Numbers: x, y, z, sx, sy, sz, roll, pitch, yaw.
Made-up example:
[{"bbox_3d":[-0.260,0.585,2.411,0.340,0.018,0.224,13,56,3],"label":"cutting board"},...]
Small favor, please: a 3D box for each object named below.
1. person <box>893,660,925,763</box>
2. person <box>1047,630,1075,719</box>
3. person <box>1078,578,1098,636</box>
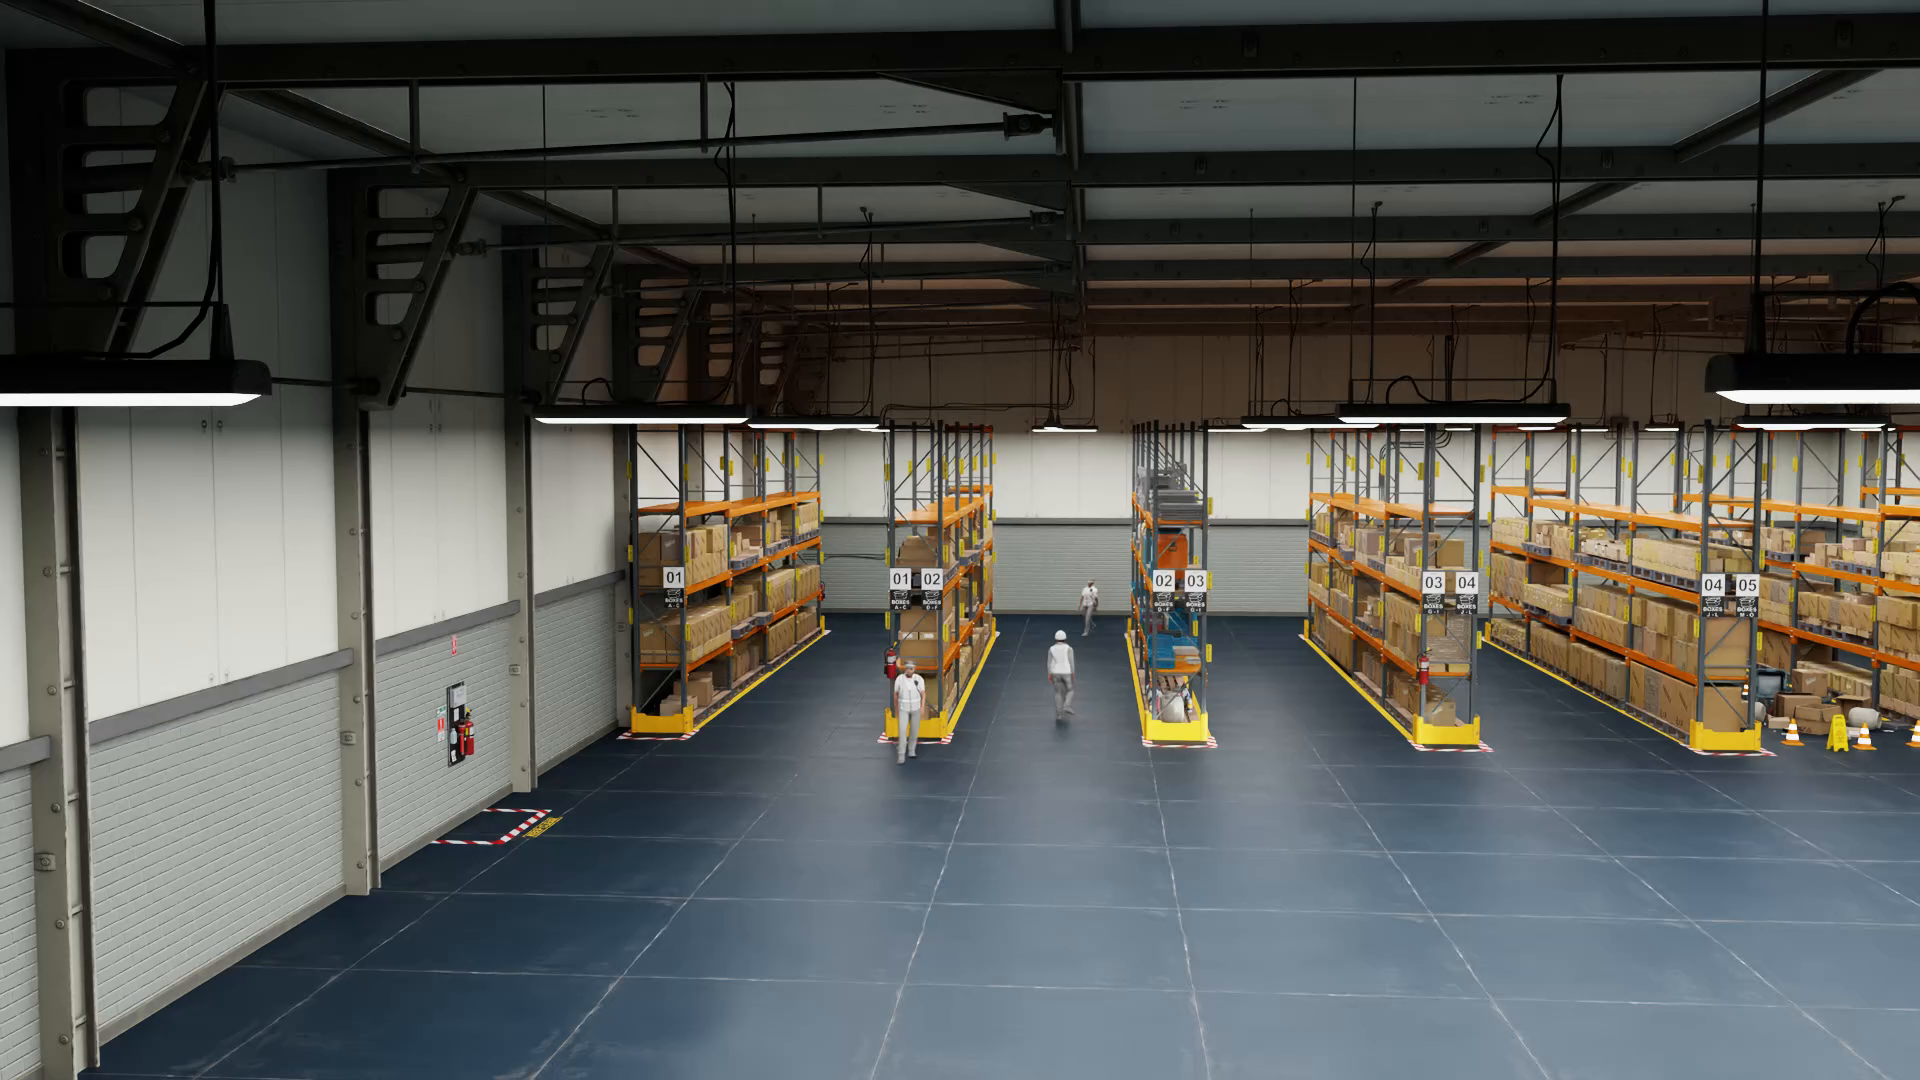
[{"bbox_3d":[-0.875,2.982,29.248,0.546,1.736,0.848,-1,4,-9],"label":"person"},{"bbox_3d":[2.039,2.709,33.550,0.570,1.763,0.478,1,4,14],"label":"person"},{"bbox_3d":[3.697,1.890,47.385,0.474,1.630,0.832,2,4,35],"label":"person"}]
